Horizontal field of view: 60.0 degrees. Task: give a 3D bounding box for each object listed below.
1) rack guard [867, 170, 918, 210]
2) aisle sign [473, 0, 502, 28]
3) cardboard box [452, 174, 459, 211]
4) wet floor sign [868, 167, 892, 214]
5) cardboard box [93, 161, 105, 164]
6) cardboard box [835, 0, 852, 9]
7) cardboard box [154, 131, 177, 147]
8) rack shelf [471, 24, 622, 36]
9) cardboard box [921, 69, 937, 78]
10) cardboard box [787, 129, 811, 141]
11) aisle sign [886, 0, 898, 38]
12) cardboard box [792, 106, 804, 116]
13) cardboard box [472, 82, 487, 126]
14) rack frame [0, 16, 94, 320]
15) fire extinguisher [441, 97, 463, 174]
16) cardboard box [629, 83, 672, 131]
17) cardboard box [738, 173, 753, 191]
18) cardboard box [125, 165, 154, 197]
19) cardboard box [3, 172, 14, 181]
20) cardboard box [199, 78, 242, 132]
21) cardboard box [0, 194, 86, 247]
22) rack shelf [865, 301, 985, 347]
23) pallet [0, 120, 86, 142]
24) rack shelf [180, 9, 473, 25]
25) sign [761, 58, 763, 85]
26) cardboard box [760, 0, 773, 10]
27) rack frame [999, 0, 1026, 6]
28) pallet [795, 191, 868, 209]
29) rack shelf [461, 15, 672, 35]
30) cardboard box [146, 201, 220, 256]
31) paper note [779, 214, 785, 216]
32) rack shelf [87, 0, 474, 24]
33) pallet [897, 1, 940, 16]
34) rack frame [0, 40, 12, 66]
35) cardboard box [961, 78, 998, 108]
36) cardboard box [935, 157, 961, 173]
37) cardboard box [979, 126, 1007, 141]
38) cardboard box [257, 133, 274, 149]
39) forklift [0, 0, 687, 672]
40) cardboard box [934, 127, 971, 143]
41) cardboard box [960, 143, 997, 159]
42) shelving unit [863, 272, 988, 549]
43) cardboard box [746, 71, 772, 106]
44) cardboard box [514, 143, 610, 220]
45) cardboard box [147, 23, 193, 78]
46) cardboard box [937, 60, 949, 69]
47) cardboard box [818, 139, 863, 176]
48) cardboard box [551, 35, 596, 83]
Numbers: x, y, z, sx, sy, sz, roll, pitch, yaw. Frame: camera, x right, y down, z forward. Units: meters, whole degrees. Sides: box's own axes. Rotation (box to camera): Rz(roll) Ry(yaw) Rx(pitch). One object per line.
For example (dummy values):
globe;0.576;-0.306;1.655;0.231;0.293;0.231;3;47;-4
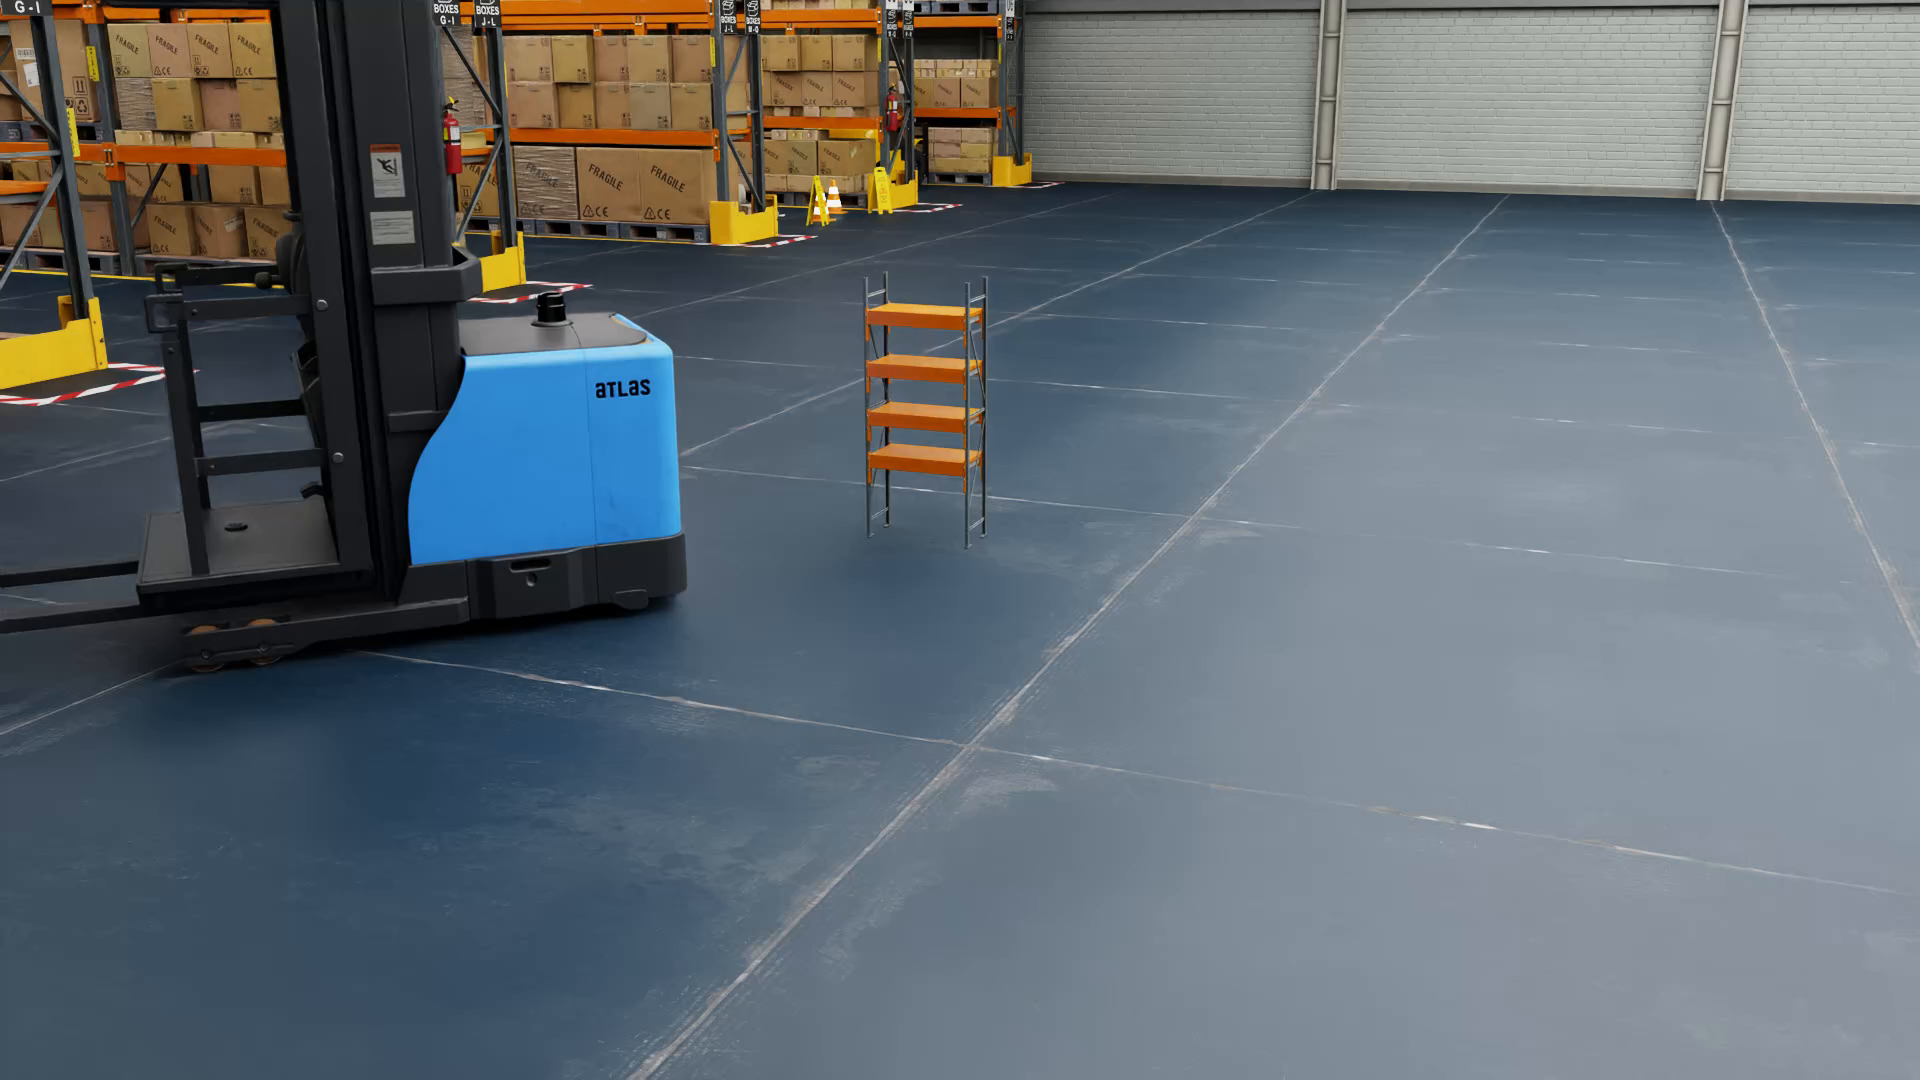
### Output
rack guard;-0.995;-5.215;24.741;0.348;0.500;1.175;6;17;21
aisle sign;-4.393;-5.157;15.396;0.004;0.787;0.394;6;17;21
cardboard box;-6.978;-4.684;21.711;0.750;0.750;1.050;6;17;20
wet floor sign;-1.140;-4.980;23.671;0.232;0.644;0.267;14;21;40
cardboard box;-11.762;-5.400;23.280;0.500;0.250;0.500;7;17;22
cardboard box;-1.603;-7.709;23.917;0.250;0.149;0.380;6;17;21
cardboard box;-7.722;-3.979;16.449;0.250;0.149;0.380;6;17;21
rack shelf;-8.409;-9.813;32.007;4.000;0.370;1.077;6;17;21
cardboard box;-0.492;-8.122;28.928;0.250;0.149;0.380;6;17;19
cardboard box;-2.364;-6.022;24.705;0.250;0.149;0.380;7;17;22
aisle sign;-0.973;-7.575;23.722;0.004;0.787;0.394;6;17;21
cardboard box;-2.295;-6.380;24.720;0.250;0.149;0.380;7;17;21
cardboard box;-6.020;-5.560;21.177;0.550;0.550;0.875;6;17;21
rack frame;-6.378;-2.553;11.087;0.127;3.000;1.000;6;17;21
fire extinguisher;-4.623;-3.669;15.071;0.183;0.674;0.296;6;17;21
cardboard box;-3.528;-5.262;20.151;0.550;0.550;0.875;6;17;21
cardboard box;-3.201;-5.462;25.288;0.500;0.250;0.500;6;17;20
cardboard box;-11.279;-4.987;23.201;0.500;0.500;0.500;7;18;23
cardboard box;-14.030;-5.437;24.847;0.250;0.149;0.380;7;18;23
cardboard box;-6.931;-4.290;16.359;0.500;0.500;0.875;6;17;21
cardboard box;-9.802;-3.437;17.826;0.500;0.500;0.700;5;17;16
rack shelf;-0.154;-0.971;7.455;0.480;0.148;0.258;6;17;21
pallet;-10.146;-4.372;17.697;1.213;0.211;1.003;6;17;21
rack shelf;-8.228;-6.822;21.704;4.000;0.370;1.077;6;17;21
sign;-2.438;-5.711;20.270;0.005;0.325;0.100;6;17;21
cardboard box;-2.804;-7.837;24.360;0.250;0.149;0.380;6;17;20
rack frame;0.893;-10.577;27.965;0.127;3.000;1.000;6;17;21
pallet;-1.738;-5.169;25.099;1.213;0.211;1.003;6;17;21
rack shelf;-6.506;-8.117;26.162;4.000;0.370;1.077;6;17;21
cardboard box;-7.924;-3.197;17.035;0.500;0.500;0.500;6;17;19
paper note;-2.534;-4.562;23.334;0.142;0.019;0.148;0;16;1
rack shelf;-6.421;-5.137;15.899;4.000;0.370;1.077;6;17;21
pallet;-0.894;-9.297;29.096;1.213;0.211;1.003;6;17;21
rack frame;-13.810;-6.341;24.136;0.127;3.000;1.000;6;17;21
cardboard box;0.339;-7.726;28.726;0.500;0.500;0.500;6;17;19
cardboard box;-0.119;-6.596;29.193;0.500;0.250;0.500;6;17;21
cardboard box;0.516;-7.155;29.325;0.500;0.250;0.500;6;17;20
cardboard box;-6.543;-3.862;16.048;0.250;0.149;0.380;6;17;21
forklift;-2.672;-1.095;6.190;3.031;2.935;1.130;-7;18;-22
cardboard box;-0.127;-7.074;29.045;0.500;0.250;0.500;7;17;22
cardboard box;0.326;-6.785;28.949;0.500;0.250;0.500;6;17;20
shelving unit;-0.154;-0.593;7.565;0.503;1.200;0.258;6;17;21
cardboard box;-2.923;-6.744;24.811;0.500;0.500;0.500;6;17;21
cardboard box;-4.968;-4.530;20.957;0.875;0.875;0.875;6;17;21
cardboard box;-7.491;-4.755;16.166;0.500;0.500;0.500;6;17;21
cardboard box;-0.216;-8.262;28.875;0.250;0.149;0.380;6;17;21
cardboard box;-1.766;-5.663;24.635;0.500;0.500;0.500;6;17;21
cardboard box;-4.535;-5.898;20.402;0.500;0.550;0.875;6;17;21
